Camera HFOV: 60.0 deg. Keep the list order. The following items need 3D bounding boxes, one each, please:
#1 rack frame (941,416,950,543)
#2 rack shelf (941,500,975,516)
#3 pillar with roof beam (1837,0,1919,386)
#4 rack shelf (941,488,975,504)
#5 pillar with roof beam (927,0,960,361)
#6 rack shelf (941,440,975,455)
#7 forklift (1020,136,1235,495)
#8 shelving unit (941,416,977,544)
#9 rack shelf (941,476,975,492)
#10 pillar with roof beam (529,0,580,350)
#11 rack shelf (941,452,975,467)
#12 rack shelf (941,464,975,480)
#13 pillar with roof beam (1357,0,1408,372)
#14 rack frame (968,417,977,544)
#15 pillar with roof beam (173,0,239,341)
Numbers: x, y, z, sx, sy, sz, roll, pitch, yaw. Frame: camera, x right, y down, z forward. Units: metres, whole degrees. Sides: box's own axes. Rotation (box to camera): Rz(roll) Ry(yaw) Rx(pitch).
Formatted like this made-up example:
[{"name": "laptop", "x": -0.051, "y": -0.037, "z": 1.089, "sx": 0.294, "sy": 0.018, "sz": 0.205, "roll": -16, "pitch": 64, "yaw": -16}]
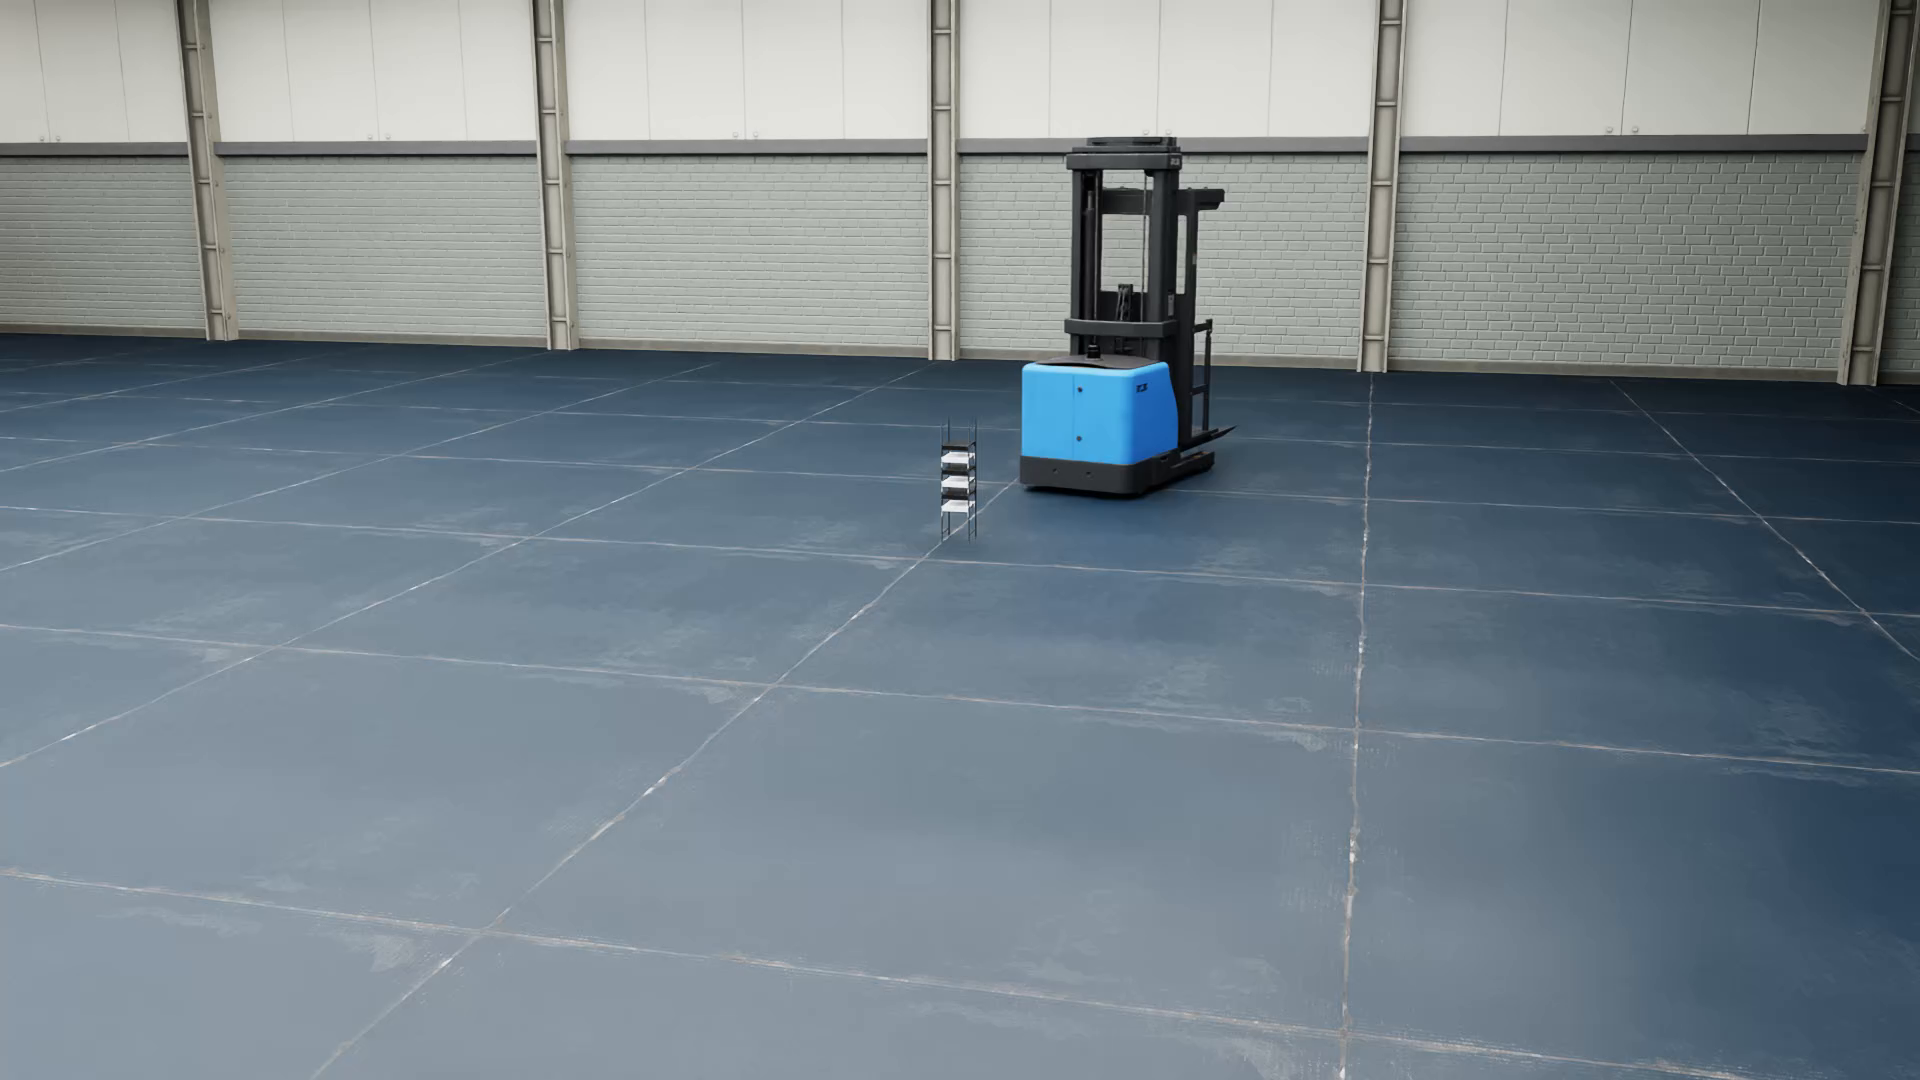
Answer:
[{"name": "rack frame", "x": -0.107, "y": -0.445, "z": 12.162, "sx": 0.006, "sy": 0.900, "sz": 0.240, "roll": 3, "pitch": 13, "yaw": 14}, {"name": "rack shelf", "x": -0.008, "y": -0.231, "z": 12.184, "sx": 0.200, "sy": 0.077, "sz": 0.258, "roll": 3, "pitch": 13, "yaw": 14}, {"name": "pillar with roof beam", "x": 10.392, "y": -5.476, "z": 16.140, "sx": 0.400, "sy": 9.000, "sz": 9.100, "roll": 3, "pitch": 13, "yaw": 14}, {"name": "rack shelf", "x": -0.008, "y": -0.319, "z": 12.165, "sx": 0.200, "sy": 0.077, "sz": 0.258, "roll": 3, "pitch": 13, "yaw": 14}, {"name": "pillar with roof beam", "x": -1.259, "y": -6.099, "z": 18.947, "sx": 0.400, "sy": 9.000, "sz": 9.100, "roll": 3, "pitch": 13, "yaw": 14}, {"name": "rack shelf", "x": -0.008, "y": -0.671, "z": 12.087, "sx": 0.200, "sy": 0.077, "sz": 0.258, "roll": 3, "pitch": 13, "yaw": 14}, {"name": "forklift", "x": 1.660, "y": -2.073, "z": 14.810, "sx": 1.130, "sy": 2.935, "sz": 3.031, "roll": 7, "pitch": 14, "yaw": 28}, {"name": "shelving unit", "x": -0.008, "y": -0.440, "z": 12.138, "sx": 0.210, "sy": 0.900, "sz": 0.258, "roll": 3, "pitch": 13, "yaw": 14}, {"name": "rack shelf", "x": -0.008, "y": -0.407, "z": 12.145, "sx": 0.200, "sy": 0.077, "sz": 0.258, "roll": 3, "pitch": 13, "yaw": 14}, {"name": "pillar with roof beam", "x": -7.084, "y": -6.410, "z": 20.350, "sx": 0.400, "sy": 9.000, "sz": 9.100, "roll": 3, "pitch": 13, "yaw": 14}, {"name": "rack shelf", "x": -0.008, "y": -0.583, "z": 12.106, "sx": 0.200, "sy": 0.077, "sz": 0.258, "roll": 3, "pitch": 13, "yaw": 14}, {"name": "rack shelf", "x": -0.008, "y": -0.495, "z": 12.126, "sx": 0.200, "sy": 0.077, "sz": 0.258, "roll": 3, "pitch": 13, "yaw": 14}, {"name": "pillar with roof beam", "x": 4.567, "y": -5.787, "z": 17.543, "sx": 0.400, "sy": 9.000, "sz": 9.100, "roll": 3, "pitch": 13, "yaw": 14}, {"name": "rack frame", "x": 0.091, "y": -0.434, "z": 12.114, "sx": 0.006, "sy": 0.900, "sz": 0.240, "roll": 3, "pitch": 13, "yaw": 14}, {"name": "pillar with roof beam", "x": -12.909, "y": -6.721, "z": 21.753, "sx": 0.400, "sy": 9.000, "sz": 9.100, "roll": 3, "pitch": 13, "yaw": 14}]
